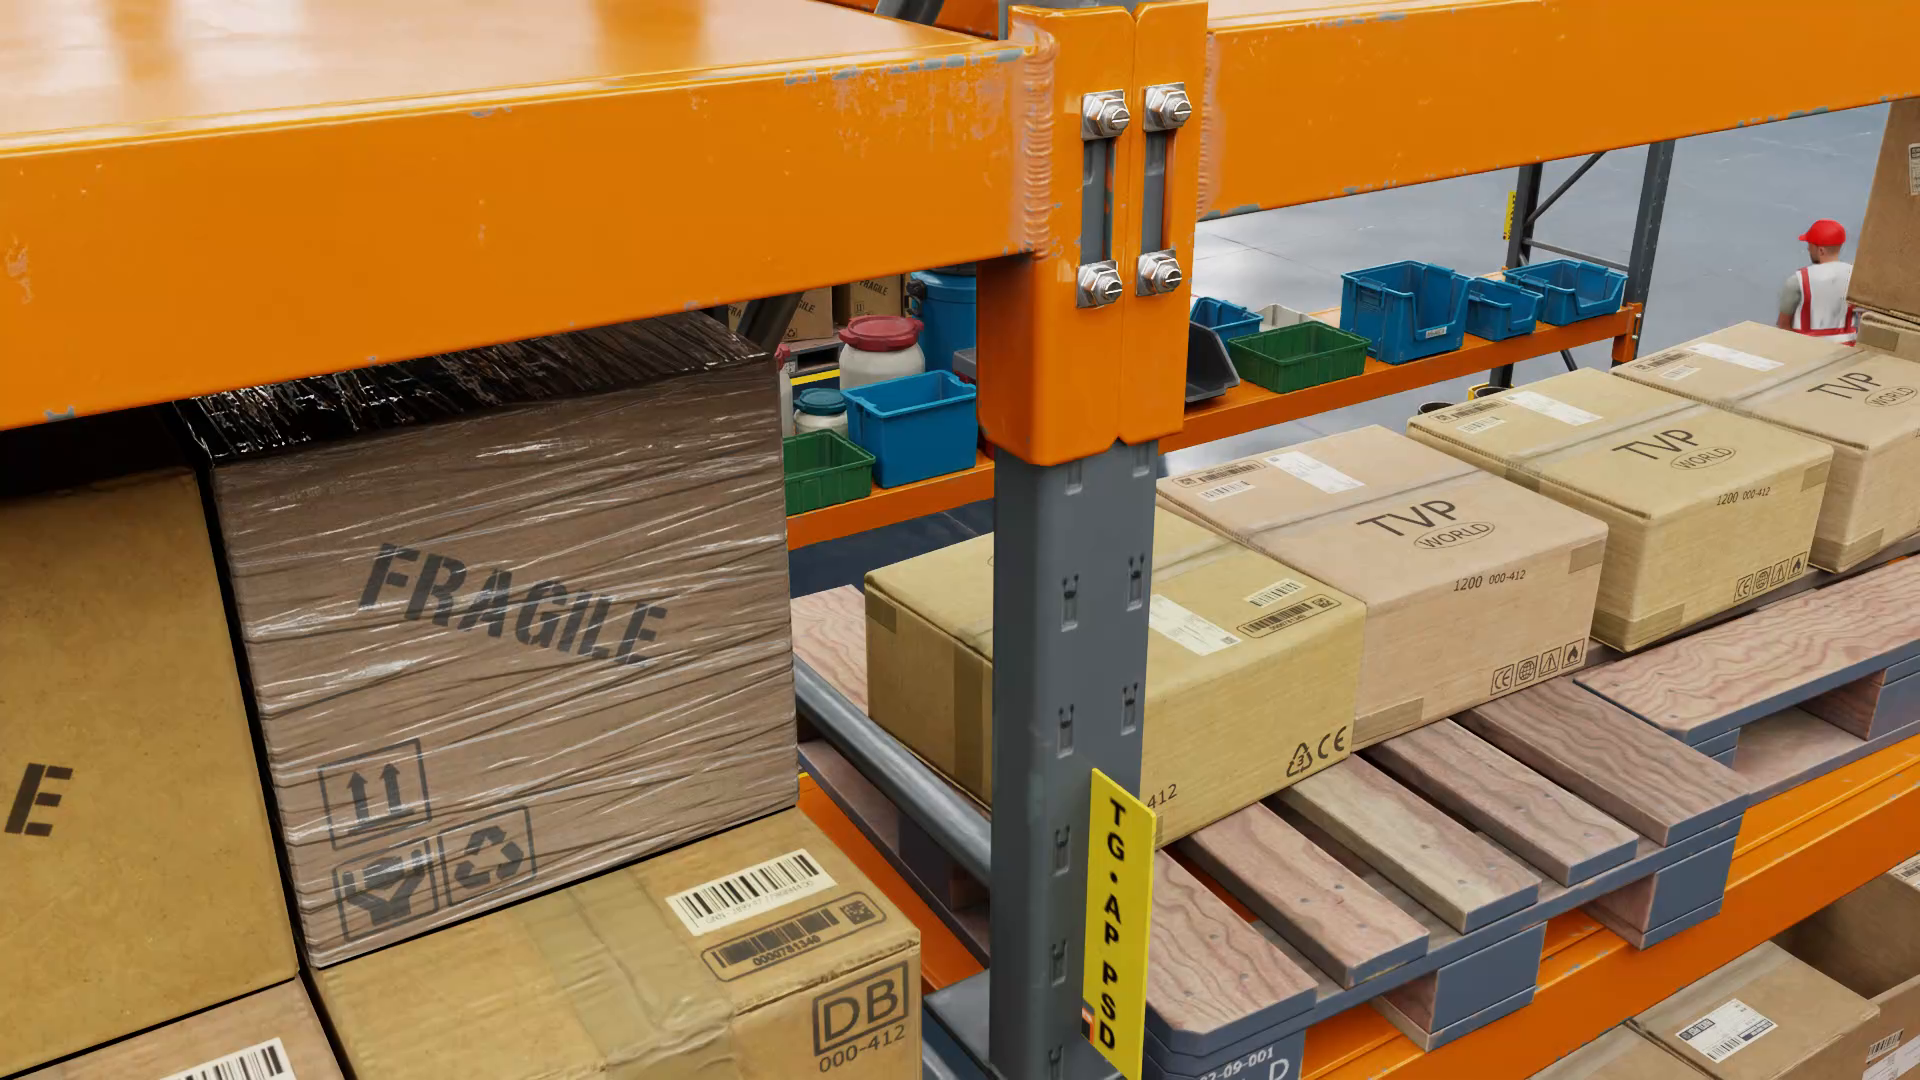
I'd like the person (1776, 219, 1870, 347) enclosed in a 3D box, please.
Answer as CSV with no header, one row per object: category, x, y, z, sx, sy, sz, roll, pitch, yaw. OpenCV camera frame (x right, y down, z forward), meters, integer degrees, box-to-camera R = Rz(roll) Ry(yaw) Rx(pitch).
person,5.476,-1.208,10.667,0.615,1.736,0.897,3,25,6
